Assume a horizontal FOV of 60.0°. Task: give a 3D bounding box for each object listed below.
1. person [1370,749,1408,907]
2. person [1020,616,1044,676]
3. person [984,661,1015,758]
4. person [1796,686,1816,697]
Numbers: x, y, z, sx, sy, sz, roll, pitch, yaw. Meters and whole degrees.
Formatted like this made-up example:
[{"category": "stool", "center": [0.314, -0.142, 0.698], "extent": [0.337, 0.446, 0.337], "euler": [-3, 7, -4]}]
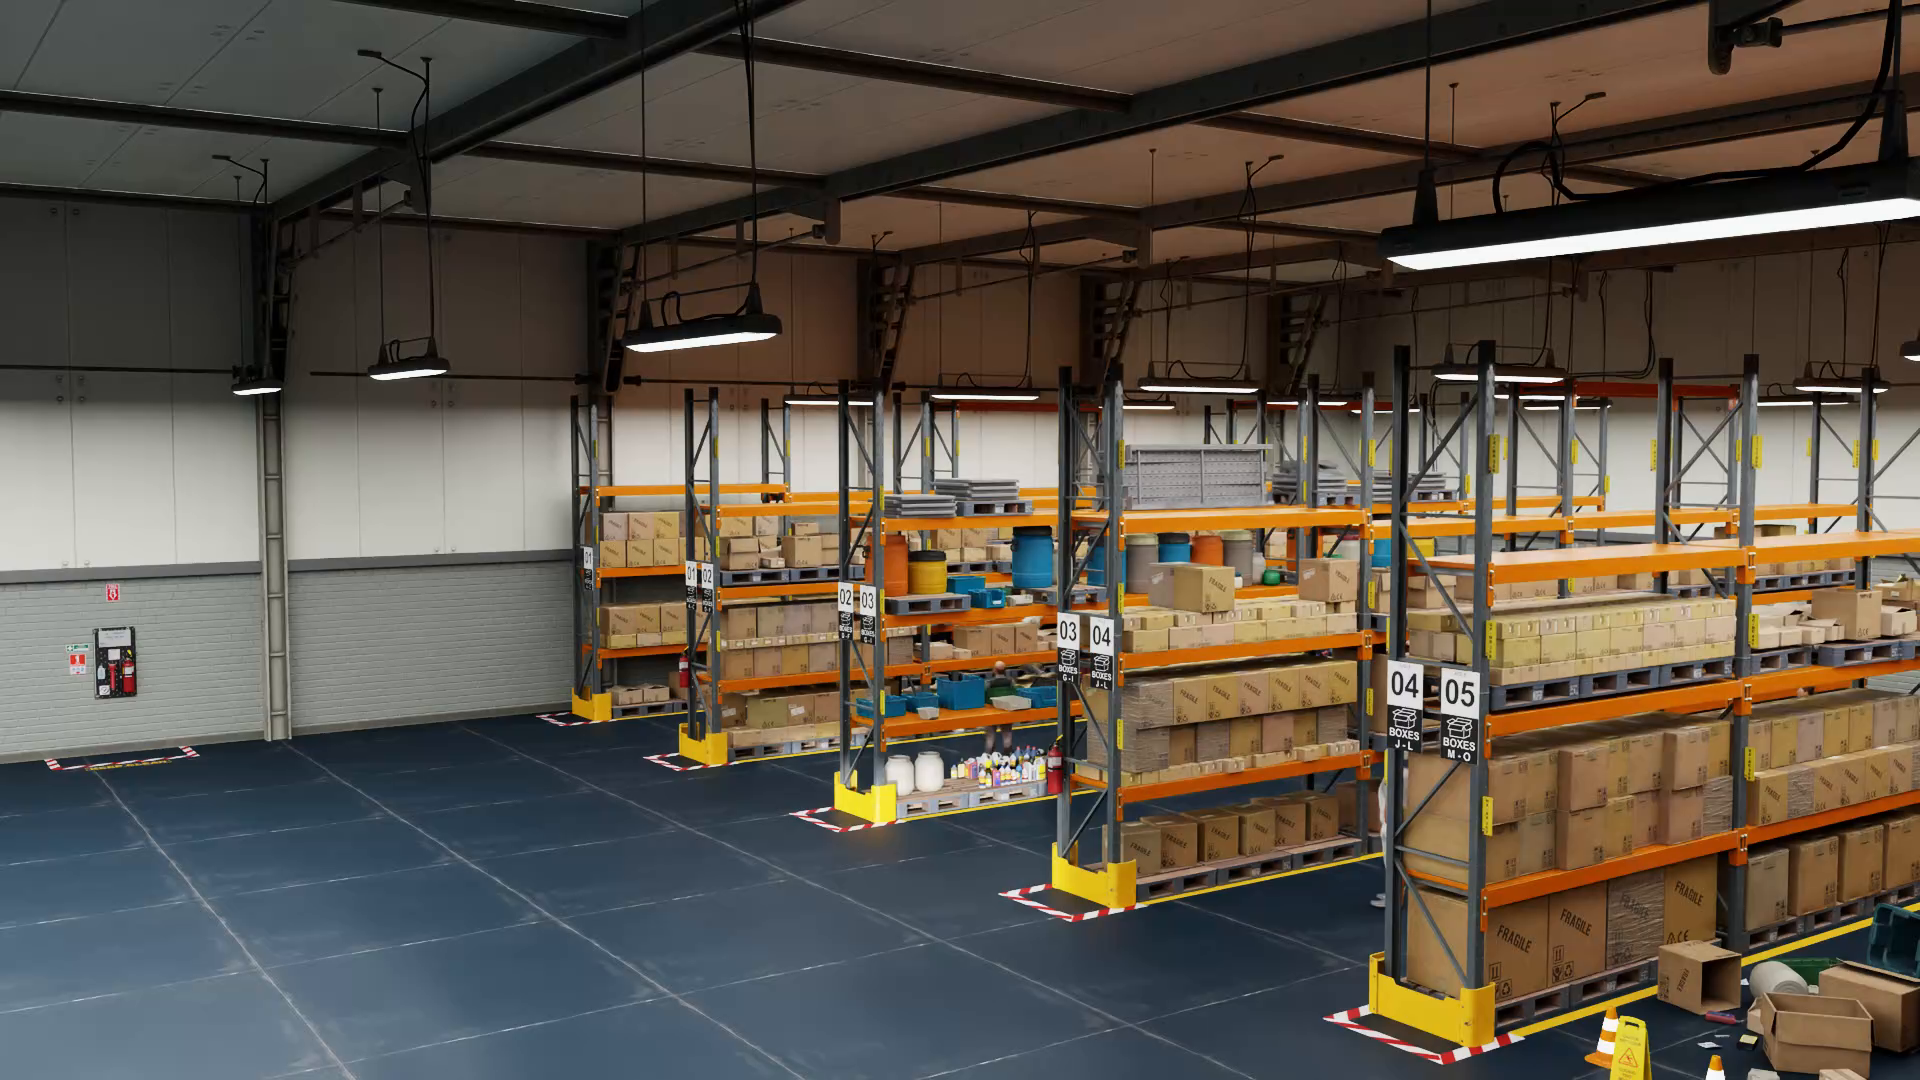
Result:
[{"category": "person", "center": [4.815, 3.149, 18.476], "extent": [0.401, 1.797, 0.589], "euler": [2, 4, 26]}, {"category": "person", "center": [1.421, 2.093, 33.501], "extent": [0.615, 1.760, 0.591], "euler": [1, 4, 13]}, {"category": "person", "center": [0.612, 2.741, 26.198], "extent": [0.544, 1.719, 0.628], "euler": [0, 3, -2]}, {"category": "person", "center": [12.156, 2.884, 24.068], "extent": [0.540, 1.686, 0.375], "euler": [-2, 4, -29]}]
